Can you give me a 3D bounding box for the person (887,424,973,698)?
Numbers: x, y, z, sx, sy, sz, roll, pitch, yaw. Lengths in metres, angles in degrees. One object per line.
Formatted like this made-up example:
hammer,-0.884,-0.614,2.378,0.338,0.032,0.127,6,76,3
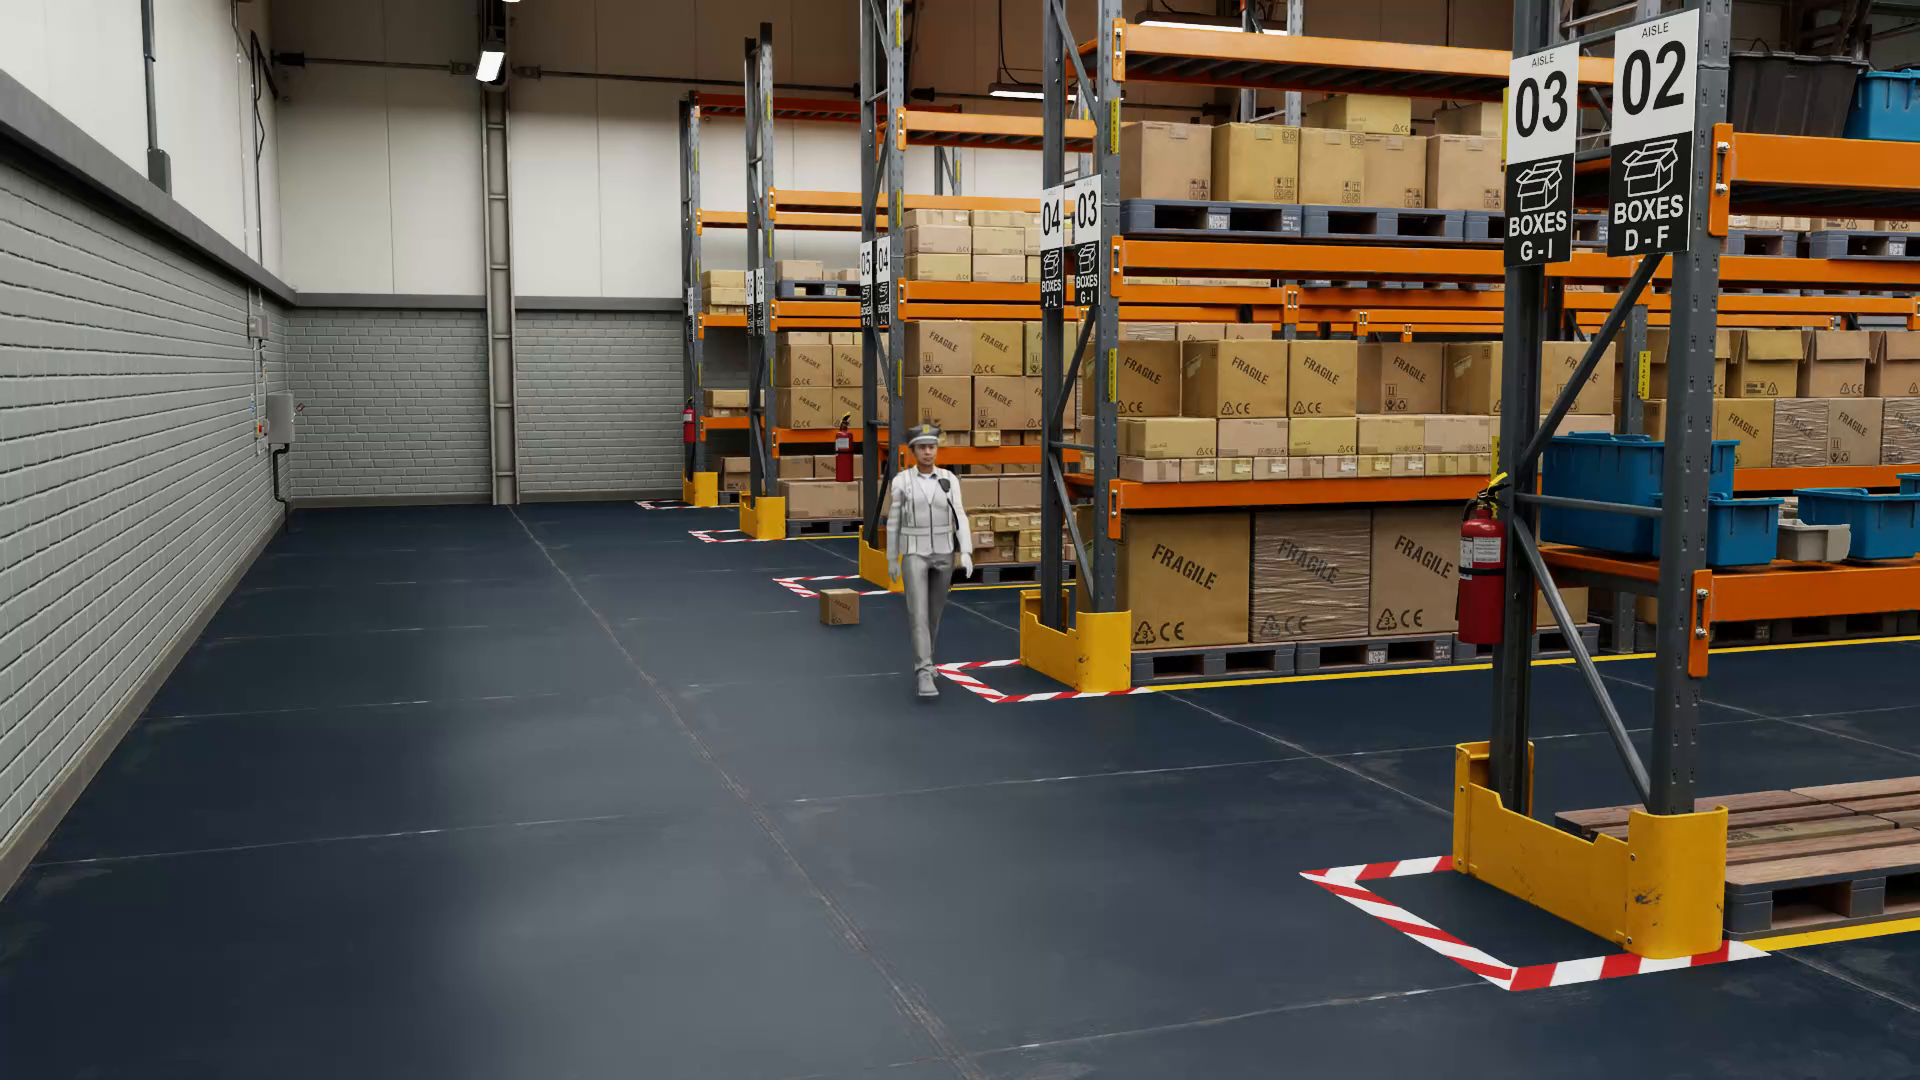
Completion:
person,-0.164,0.100,10.321,0.489,1.638,0.962,-2,6,-17
